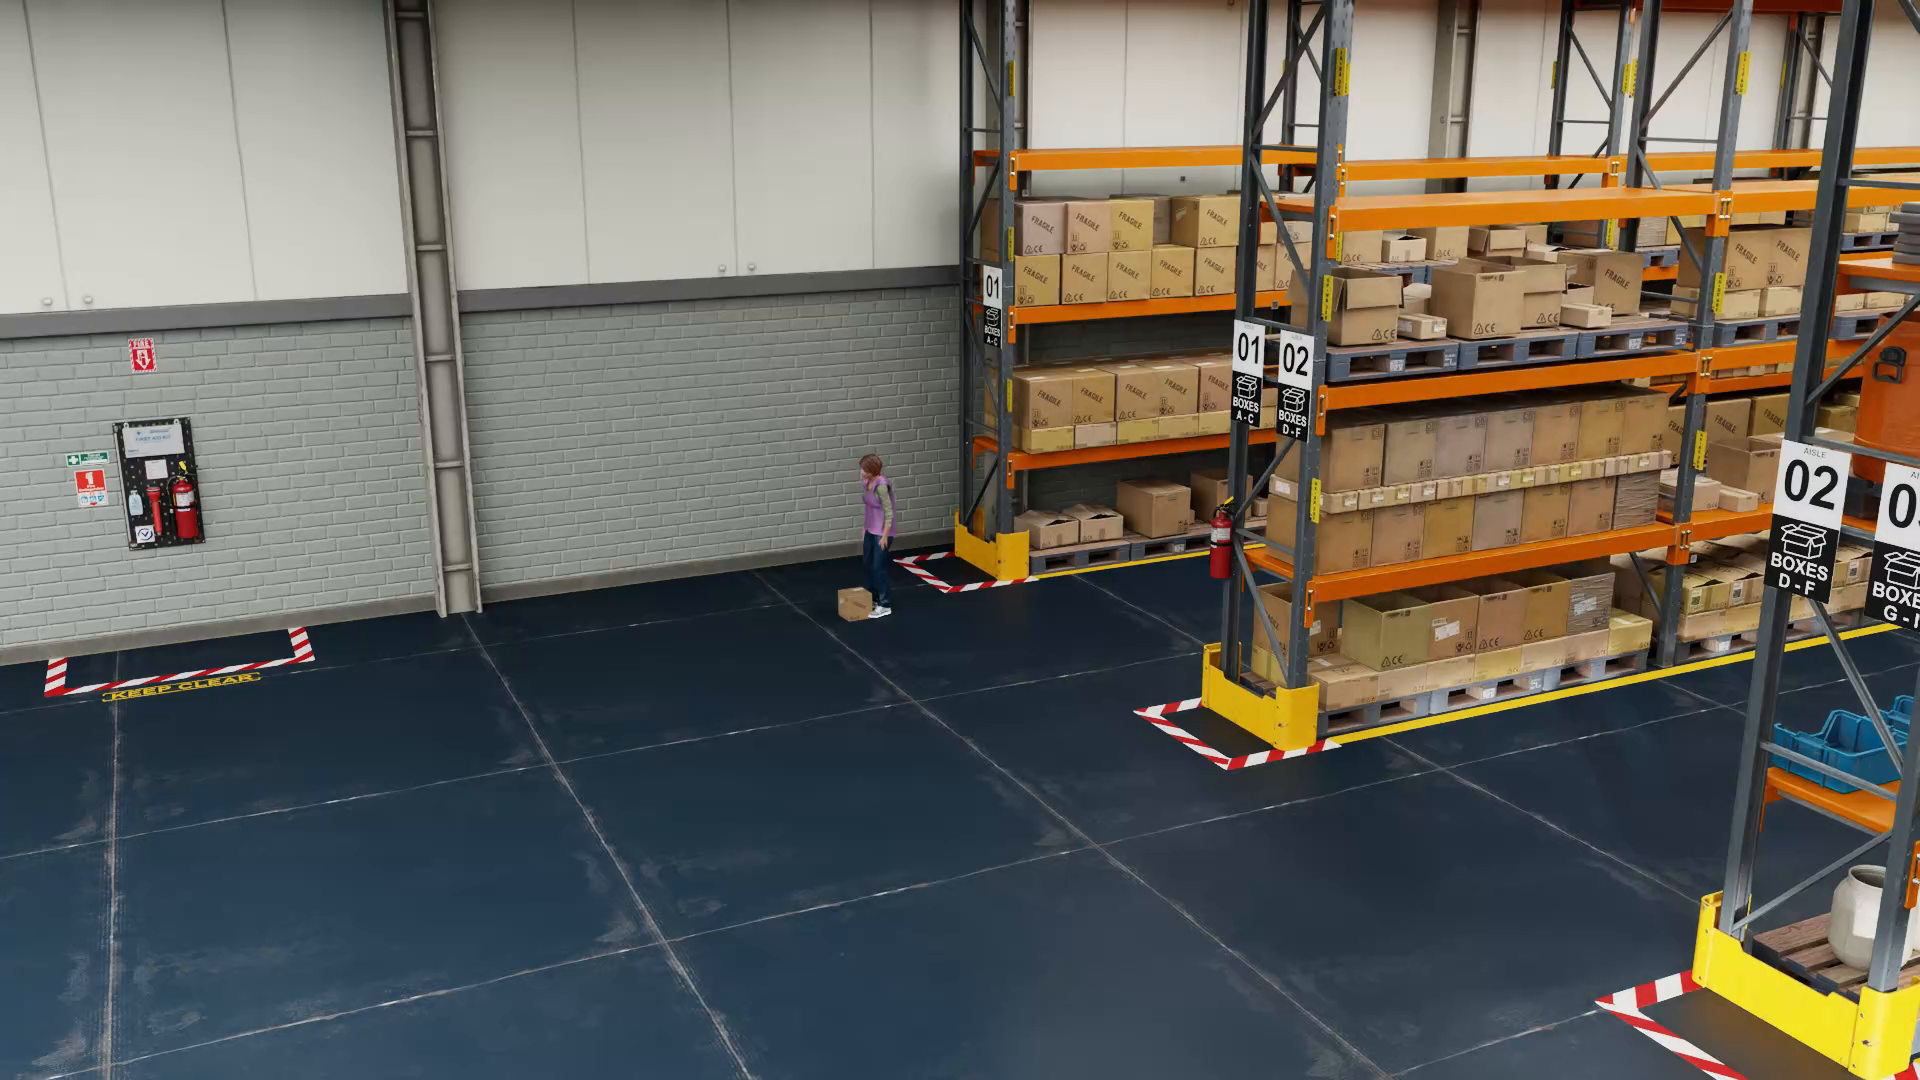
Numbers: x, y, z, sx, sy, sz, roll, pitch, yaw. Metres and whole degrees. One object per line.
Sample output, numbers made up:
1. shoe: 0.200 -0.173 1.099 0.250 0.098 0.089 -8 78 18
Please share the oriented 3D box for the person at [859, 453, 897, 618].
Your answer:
1. person: -0.800 -0.058 15.951 0.347 1.590 0.472 -8 18 -28
